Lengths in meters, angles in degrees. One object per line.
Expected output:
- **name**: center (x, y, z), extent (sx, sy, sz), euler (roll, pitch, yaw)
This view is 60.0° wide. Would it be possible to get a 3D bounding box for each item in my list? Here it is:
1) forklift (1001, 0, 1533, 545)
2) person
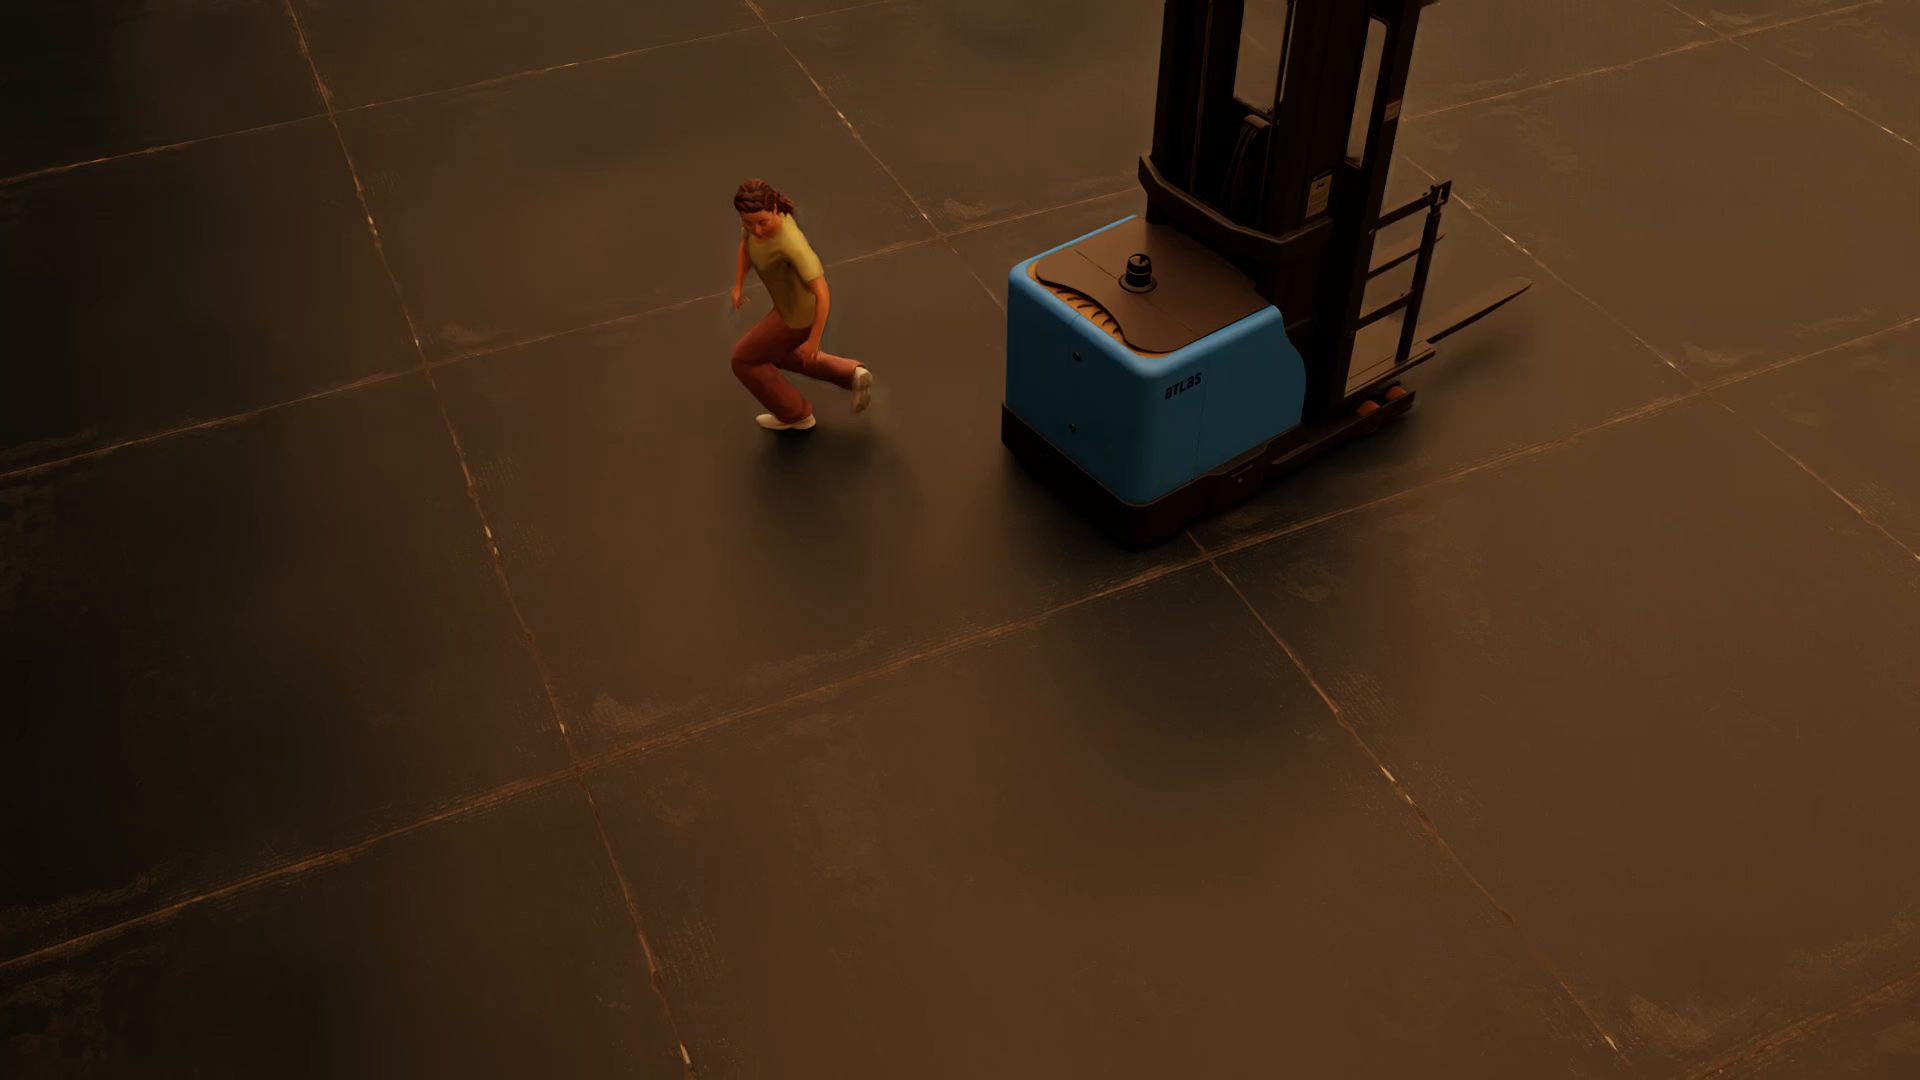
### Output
- **forklift**: center (1.689, -1.871, 7.685), extent (3.031, 2.935, 1.130), euler (-27, 49, -26)
- **person**: center (-0.782, -1.103, 7.965), extent (0.692, 1.465, 0.609), euler (-4, 43, -5)
